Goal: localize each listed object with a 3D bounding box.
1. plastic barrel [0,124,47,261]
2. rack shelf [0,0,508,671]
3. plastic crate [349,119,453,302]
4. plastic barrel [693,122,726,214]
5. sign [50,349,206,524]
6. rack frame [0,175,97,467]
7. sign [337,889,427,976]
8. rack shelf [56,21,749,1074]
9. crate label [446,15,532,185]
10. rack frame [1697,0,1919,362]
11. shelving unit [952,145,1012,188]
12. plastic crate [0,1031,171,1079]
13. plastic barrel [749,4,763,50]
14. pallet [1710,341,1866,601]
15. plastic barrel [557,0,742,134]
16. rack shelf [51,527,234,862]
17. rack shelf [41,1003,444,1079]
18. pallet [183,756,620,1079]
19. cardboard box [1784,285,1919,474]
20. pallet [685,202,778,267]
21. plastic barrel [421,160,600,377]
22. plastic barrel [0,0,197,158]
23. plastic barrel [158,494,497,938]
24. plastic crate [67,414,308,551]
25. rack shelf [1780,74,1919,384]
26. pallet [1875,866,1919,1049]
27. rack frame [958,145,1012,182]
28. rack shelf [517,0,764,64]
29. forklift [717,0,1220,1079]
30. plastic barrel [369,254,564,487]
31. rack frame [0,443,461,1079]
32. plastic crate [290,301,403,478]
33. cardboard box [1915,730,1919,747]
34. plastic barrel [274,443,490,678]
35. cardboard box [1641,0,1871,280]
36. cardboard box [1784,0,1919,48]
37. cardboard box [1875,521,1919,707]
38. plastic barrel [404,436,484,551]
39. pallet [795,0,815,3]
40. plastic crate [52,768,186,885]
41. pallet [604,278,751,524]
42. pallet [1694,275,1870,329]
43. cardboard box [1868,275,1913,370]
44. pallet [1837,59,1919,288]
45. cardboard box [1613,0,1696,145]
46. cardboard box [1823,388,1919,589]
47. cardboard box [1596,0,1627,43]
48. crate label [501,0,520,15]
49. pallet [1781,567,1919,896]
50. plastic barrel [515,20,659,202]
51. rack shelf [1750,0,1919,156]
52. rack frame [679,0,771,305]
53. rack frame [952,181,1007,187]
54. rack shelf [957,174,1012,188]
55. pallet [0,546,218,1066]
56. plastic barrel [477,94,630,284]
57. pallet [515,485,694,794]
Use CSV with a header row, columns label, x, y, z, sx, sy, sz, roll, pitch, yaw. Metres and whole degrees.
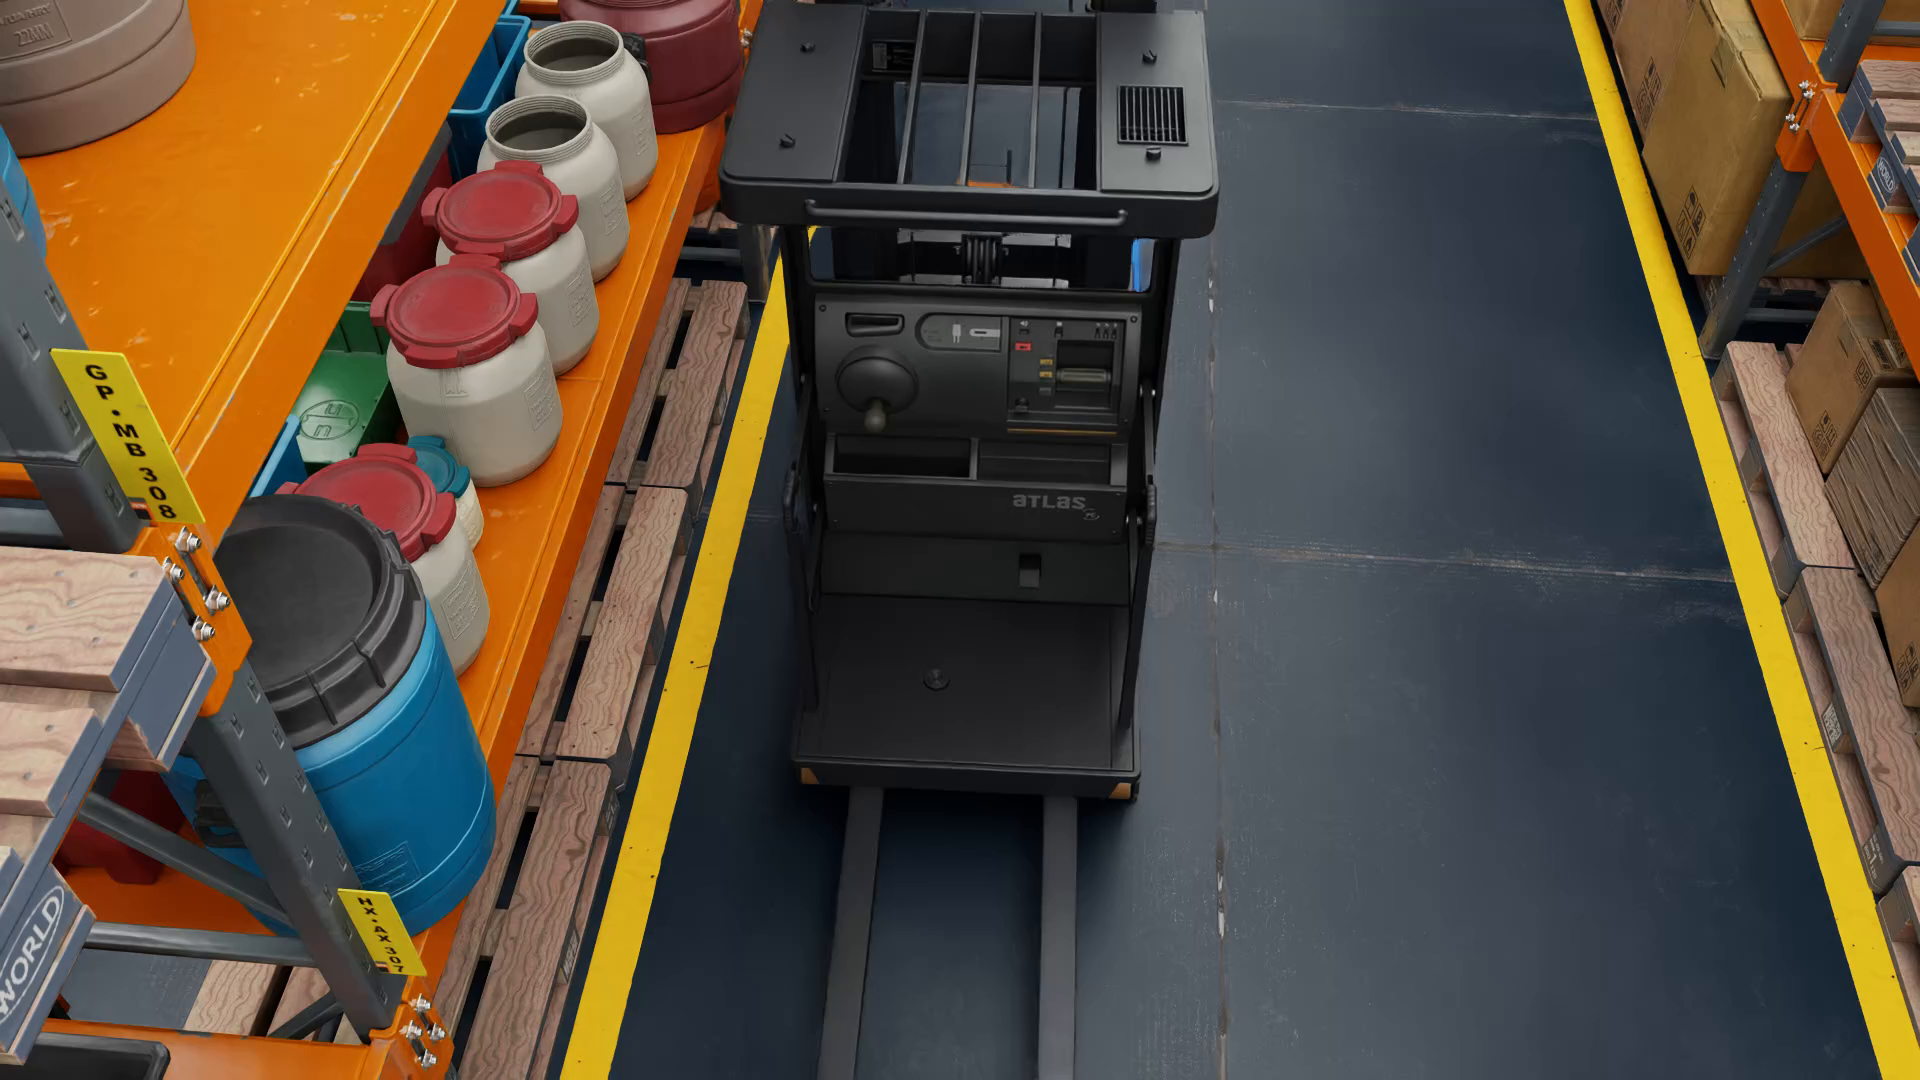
label,x,y,z,sx,sy,sz,roll,pitch,yaw
plastic barrel,-1.865,-0.737,2.519,0.600,0.901,0.708,4,48,4
rack shelf,-1.512,-1.406,3.958,1.077,0.370,4.000,4,48,4
plastic crate,-1.782,-0.961,5.053,0.402,0.464,0.583,4,48,4
plastic barrel,-1.303,-1.876,7.119,0.600,0.830,0.708,4,48,4
sign,-1.148,-0.137,2.304,0.100,0.325,0.005,4,48,4
rack frame,-1.695,-1.192,1.242,1.000,3.000,0.127,4,48,4
sign,-1.148,0.785,3.312,0.100,0.325,0.005,4,48,4
rack shelf,-1.512,-0.394,5.065,1.077,0.370,4.000,4,48,4
crate label,-1.690,-1.406,5.480,0.502,0.435,0.616,4,48,4
rack frame,3.602,-1.773,5.839,1.000,3.000,0.127,4,48,4
shelving unit,0.079,-0.999,6.444,0.215,1.050,0.252,4,45,4
plastic crate,-1.869,1.230,3.134,0.767,0.338,0.504,4,48,4
plastic barrel,-1.200,-2.625,7.967,0.600,0.588,0.708,4,48,4
pallet,3.529,-0.258,6.343,1.003,0.211,1.213,4,48,4
plastic barrel,-1.071,-1.791,5.763,0.600,0.536,0.708,4,48,4
rack shelf,-1.877,1.533,1.270,1.077,0.370,4.000,4,48,4
rack shelf,-1.877,2.545,2.377,1.077,0.370,4.000,4,48,4
pallet,-1.662,1.194,5.015,1.003,0.211,1.213,4,48,4
cardboard box,3.561,-0.584,6.148,0.700,0.500,0.500,2,48,1
pallet,-1.300,-1.747,7.705,1.003,0.211,1.213,4,48,4
plastic barrel,-1.283,-0.758,4.819,0.433,0.535,0.433,0,48,0
plastic barrel,-1.805,-1.217,2.958,0.600,0.901,0.600,0,48,0
plastic barrel,-1.358,0.400,3.511,0.600,0.901,0.708,4,48,4
plastic crate,-1.904,0.007,4.222,0.392,0.384,0.575,4,48,4
rack shelf,3.420,-0.061,4.760,1.077,0.370,4.000,4,48,4
pallet,3.307,1.535,4.703,1.003,0.211,1.213,4,48,4
rack frame,0.091,-1.084,6.530,0.200,1.050,0.008,4,45,4
rack shelf,-1.148,-3.333,7.753,1.077,0.370,4.000,4,48,4
forklift,0.039,-0.395,4.625,1.130,2.935,3.031,2,48,2
plastic barrel,-1.322,-0.440,4.528,0.433,0.535,0.433,0,48,0
rack frame,-1.695,0.833,3.455,1.000,3.000,0.127,4,48,4
plastic crate,-1.817,-0.394,4.721,0.450,0.188,0.662,4,48,4
cardboard box,3.428,0.651,5.018,0.700,0.500,0.500,0,48,0
plastic barrel,-1.389,0.099,4.035,0.433,0.535,0.433,0,48,0
cardboard box,3.686,-1.704,6.931,1.225,0.875,0.875,2,48,2
cardboard box,3.400,-2.186,6.149,0.500,0.500,0.500,5,48,5
cardboard box,3.478,0.241,5.393,0.700,0.500,0.500,7,48,7
plastic barrel,-1.421,-0.083,4.387,0.301,0.262,0.301,0,48,0
pallet,-1.186,-2.641,8.523,1.003,0.211,1.213,4,48,4
plastic crate,-1.955,0.435,3.776,0.402,0.464,0.583,4,48,4
pallet,-1.439,-0.599,6.654,1.003,0.211,1.213,4,48,4
pallet,3.749,-1.406,7.393,1.003,0.211,1.213,4,48,4
cardboard box,3.571,-0.837,5.870,0.500,0.250,0.500,6,48,5
pallet,3.643,-1.178,5.424,1.213,0.211,1.003,4,48,4
cardboard box,3.775,-2.358,7.529,1.225,0.875,0.875,4,48,4
cardboard box,3.523,-0.176,5.774,0.700,0.500,0.500,0,48,0
cardboard box,3.848,-3.009,8.125,1.225,0.875,0.875,2,48,2
crate label,-1.742,-1.766,5.945,0.303,0.233,0.416,4,48,4
pallet,3.416,0.636,5.525,1.003,0.211,1.213,4,48,4
plastic barrel,-1.211,-1.374,5.398,0.421,0.512,0.421,0,48,0
rack shelf,3.784,-3.000,7.449,1.077,0.370,4.000,4,48,4
rack frame,-1.330,-2.106,6.144,1.000,3.000,0.127,4,48,4
rack frame,0.068,-0.913,6.358,0.200,1.050,0.008,4,45,4
rack shelf,0.081,-1.193,6.252,0.215,0.259,0.240,4,45,4
pallet,-1.663,0.421,1.927,1.213,0.211,1.003,4,48,4
plastic barrel,-1.250,-1.064,5.115,0.421,0.512,0.421,0,48,0
pallet,-1.553,0.295,5.837,1.003,0.211,1.213,4,48,4
